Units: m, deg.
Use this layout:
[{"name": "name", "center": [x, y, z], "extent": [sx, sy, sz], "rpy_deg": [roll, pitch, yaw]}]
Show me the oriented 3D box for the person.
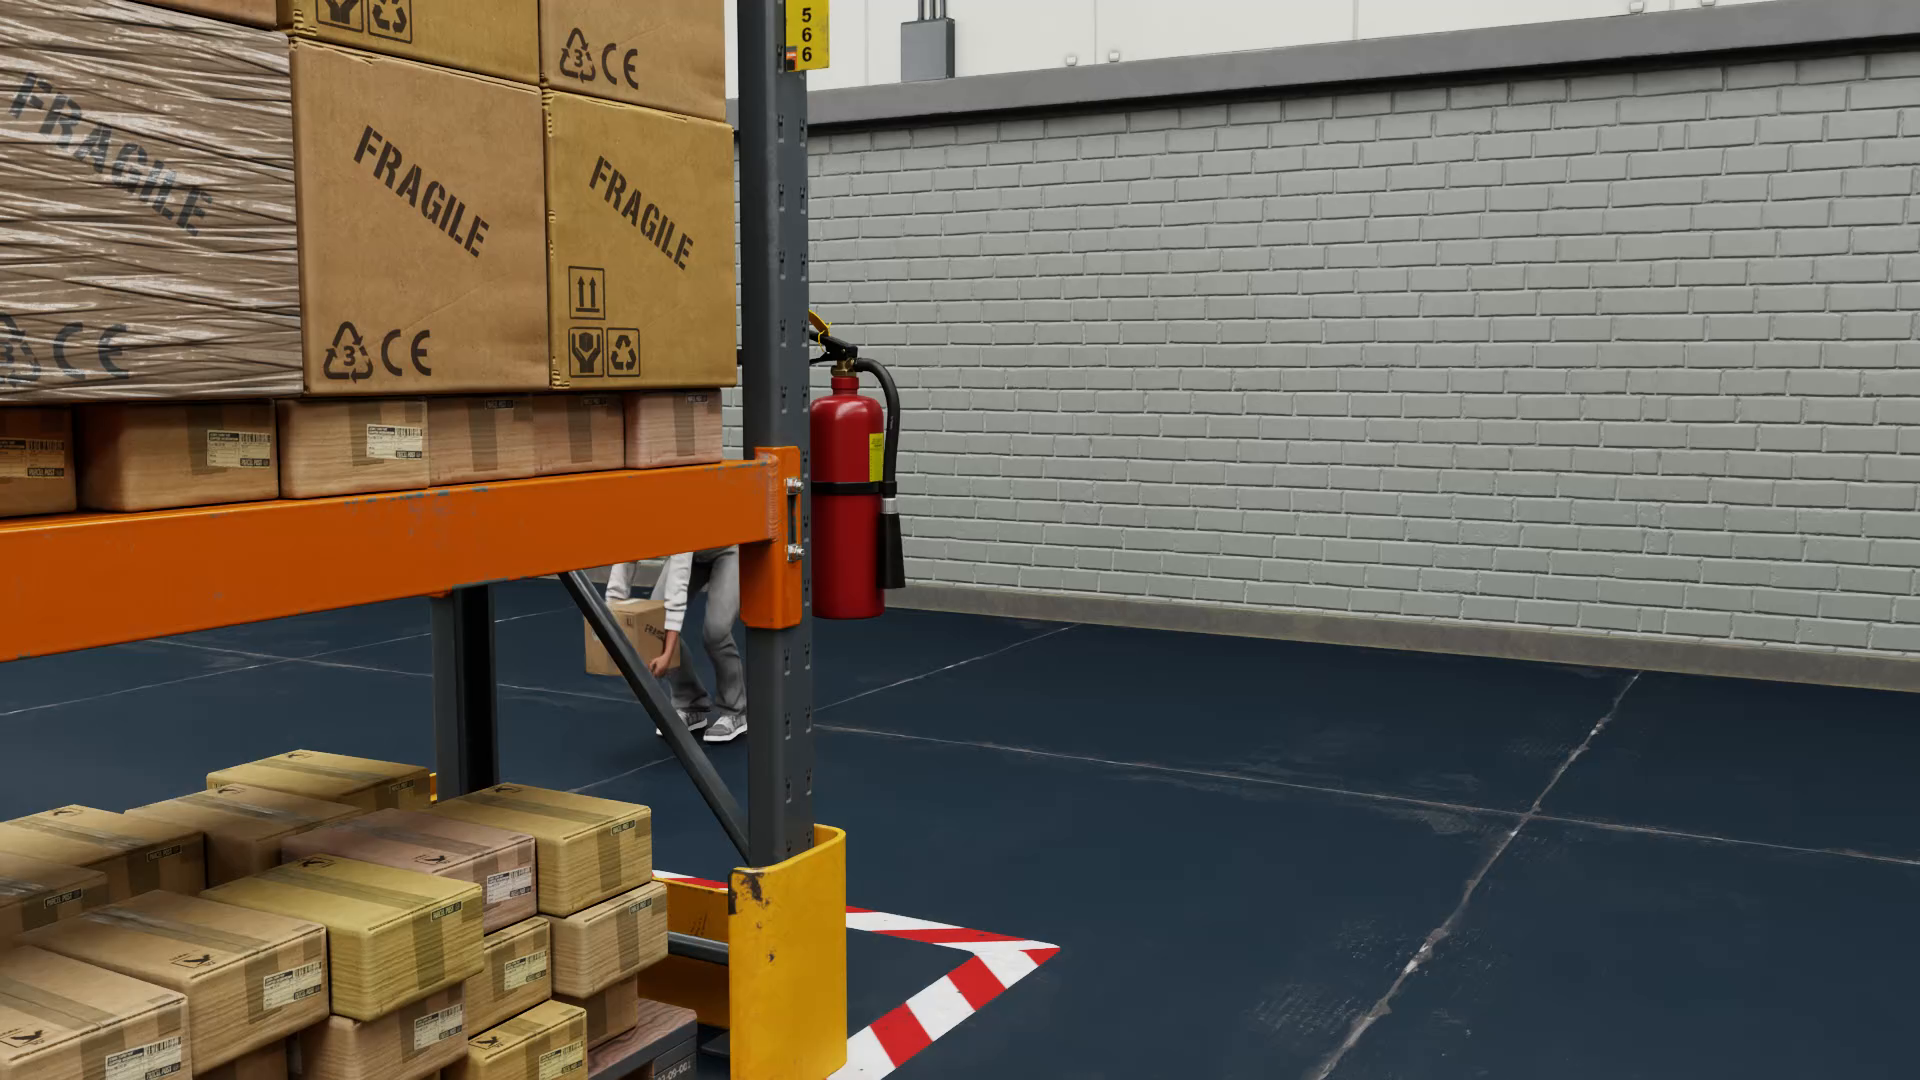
[{"name": "person", "center": [-1.105, 0.280, 6.488], "extent": [0.411, 1.059, 0.853], "rpy_deg": [3, 7, 26]}]
